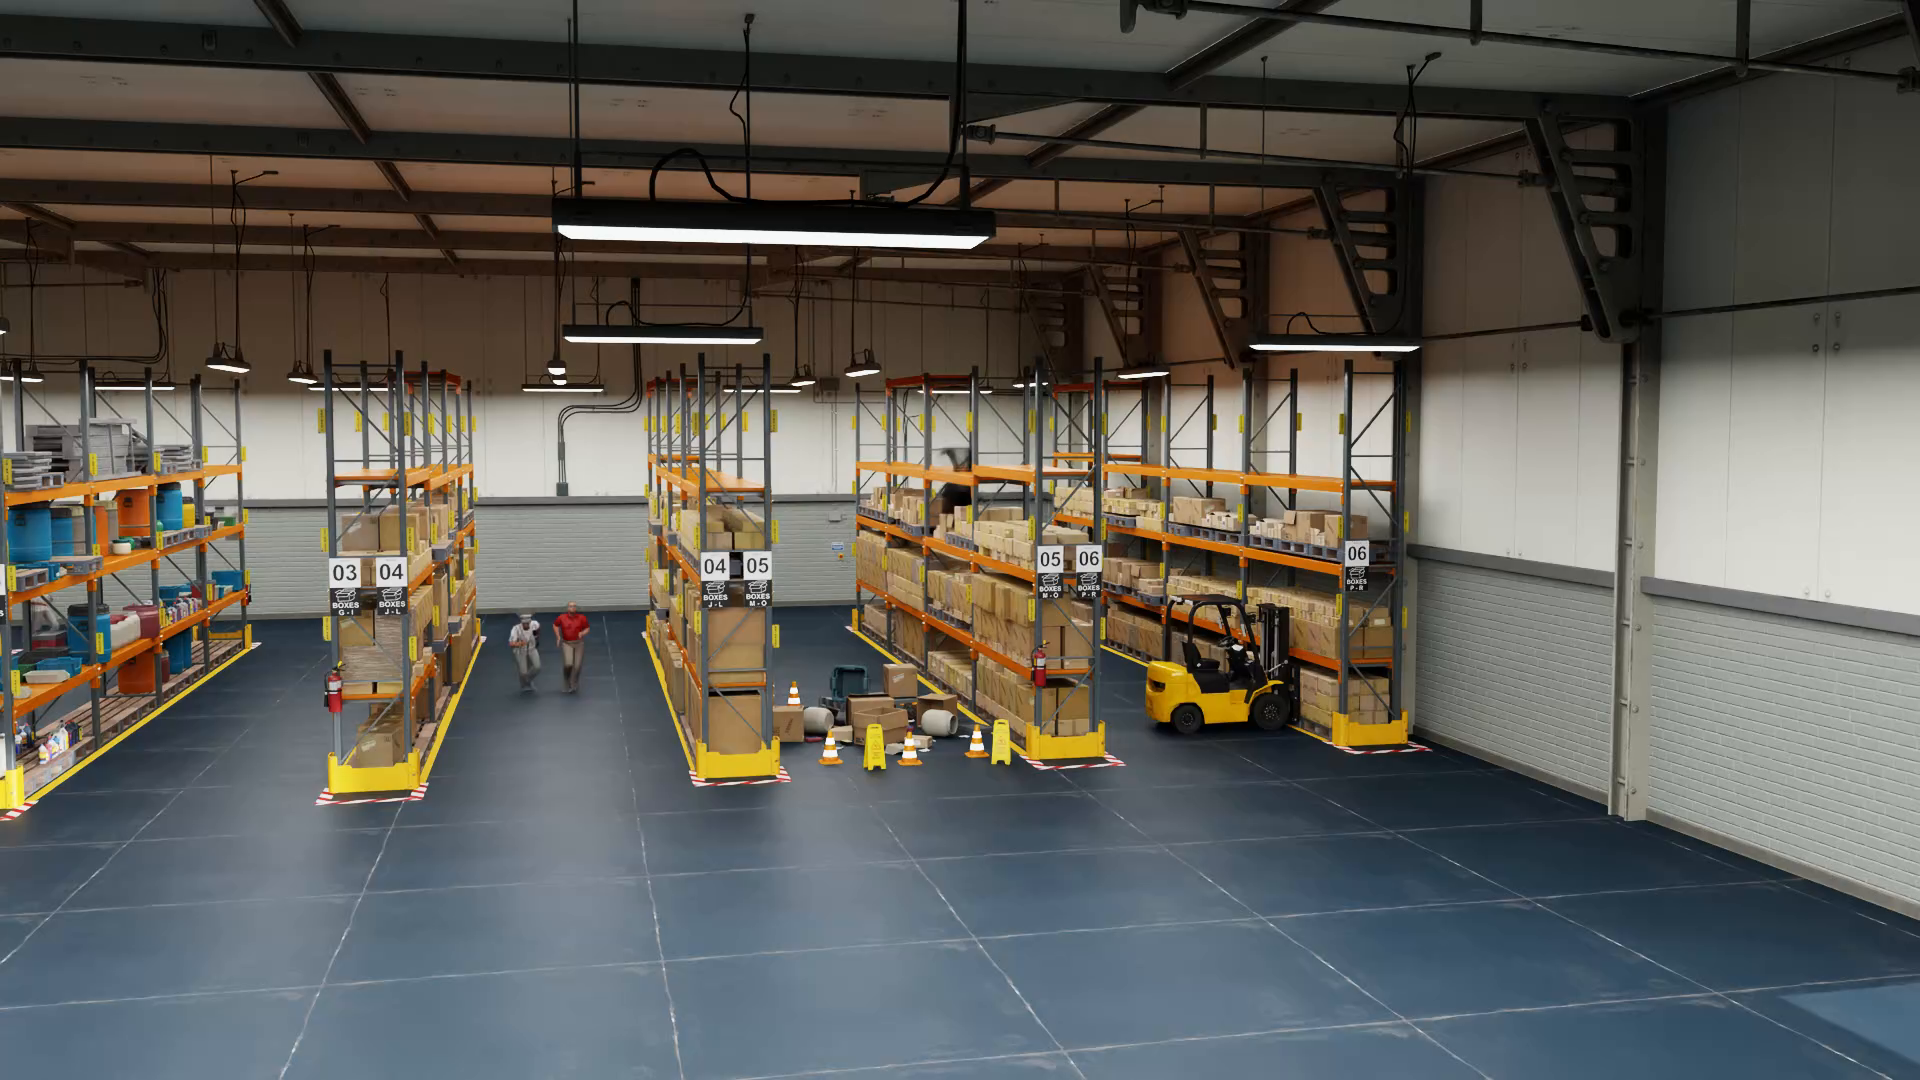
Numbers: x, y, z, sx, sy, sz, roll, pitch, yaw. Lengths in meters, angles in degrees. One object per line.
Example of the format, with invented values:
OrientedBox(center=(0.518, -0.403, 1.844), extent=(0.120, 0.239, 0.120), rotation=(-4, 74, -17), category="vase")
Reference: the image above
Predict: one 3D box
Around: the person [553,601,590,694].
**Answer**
OrientedBox(center=(-7.213, 1.998, 30.951), extent=(0.658, 1.729, 0.676), rotation=(-1, 4, -18), category="person")

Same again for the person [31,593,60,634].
OrientedBox(center=(-20.380, 1.602, 36.897), extent=(0.865, 1.717, 0.571), rotation=(2, 5, 30), category="person")

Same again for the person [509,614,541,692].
OrientedBox(center=(-8.072, 2.102, 30.967), extent=(0.711, 1.514, 1.023), rotation=(-2, 5, -30), category="person")
